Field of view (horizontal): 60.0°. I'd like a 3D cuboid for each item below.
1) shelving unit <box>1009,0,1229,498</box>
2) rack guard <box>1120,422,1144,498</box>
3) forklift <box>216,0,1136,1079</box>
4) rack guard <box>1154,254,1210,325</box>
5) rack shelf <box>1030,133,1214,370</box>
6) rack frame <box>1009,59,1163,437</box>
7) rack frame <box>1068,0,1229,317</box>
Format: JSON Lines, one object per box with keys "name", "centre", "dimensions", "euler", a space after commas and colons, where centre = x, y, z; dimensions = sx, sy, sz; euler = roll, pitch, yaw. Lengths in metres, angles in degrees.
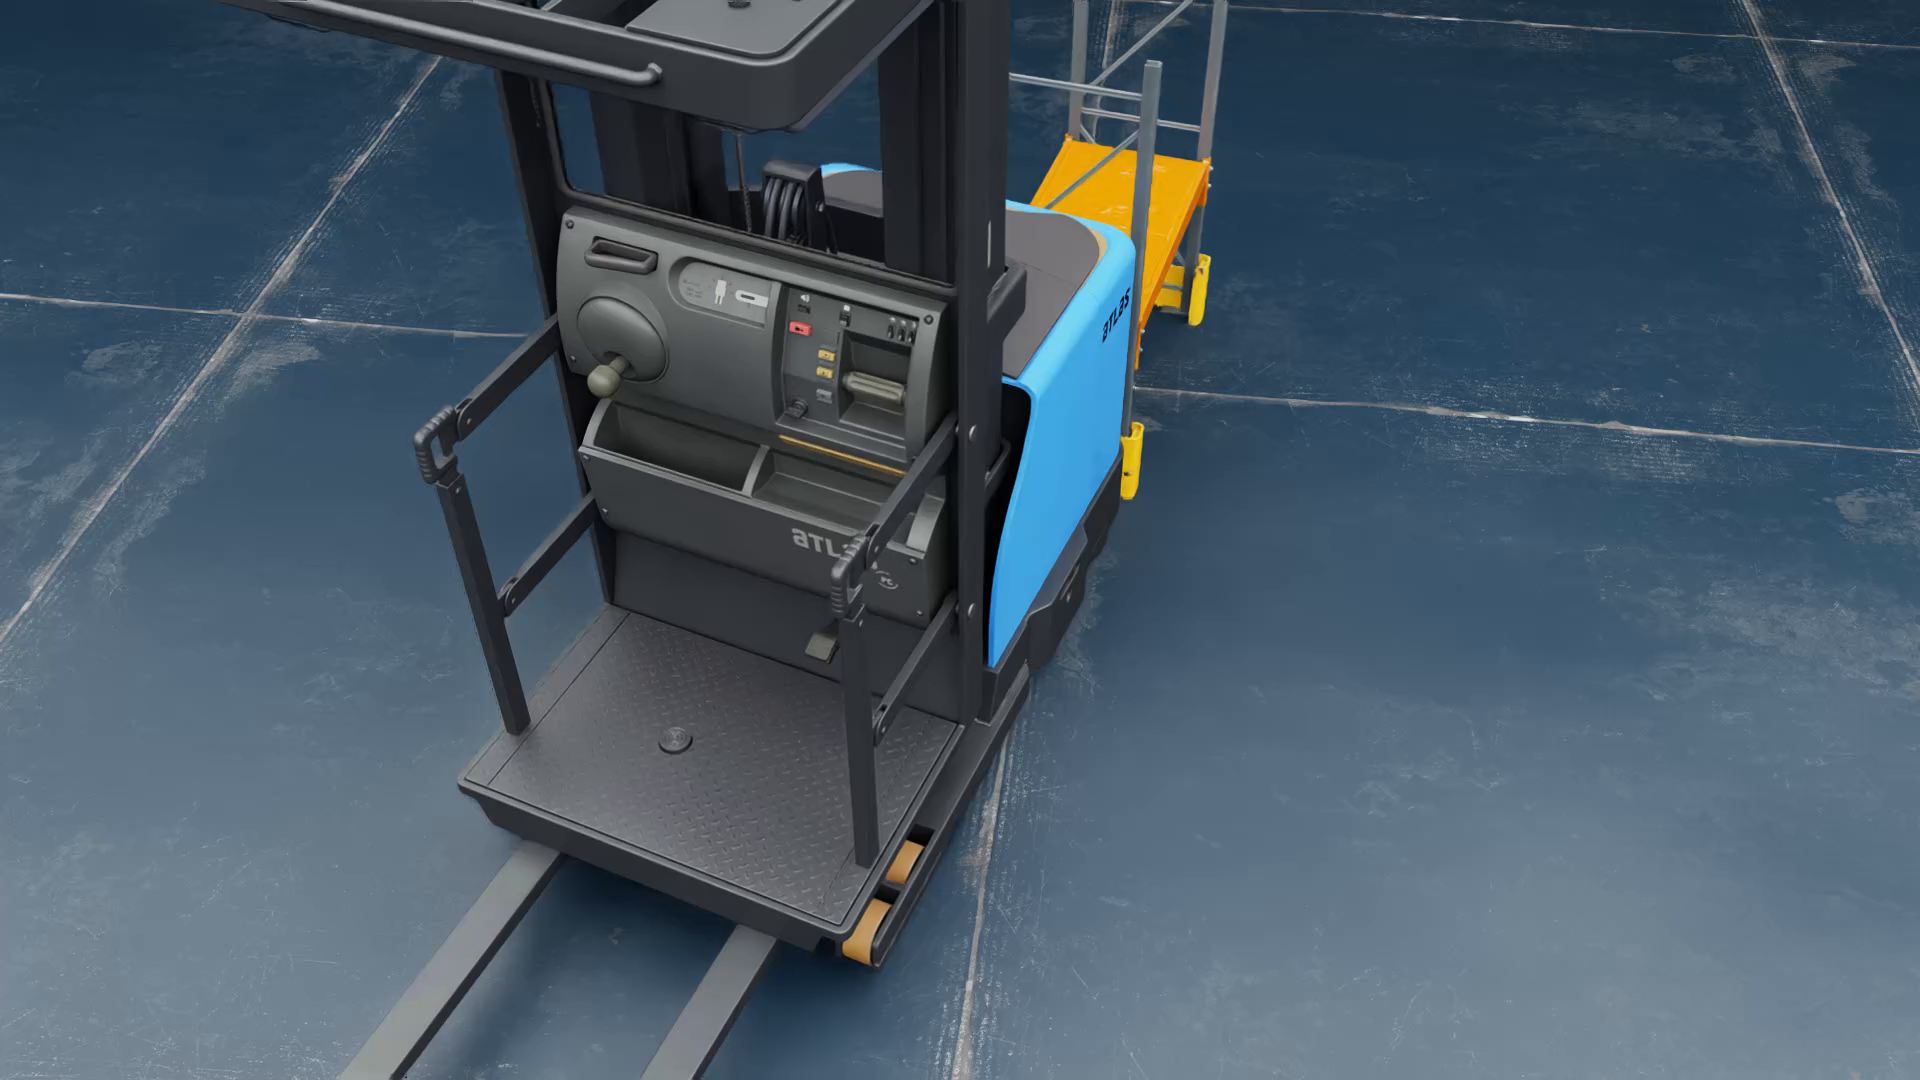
{"name": "shelving unit", "centre": [0.453, -1.092, 5.313], "dimensions": [0.587, 1.500, 1.083], "euler": [13, 45, 13]}
{"name": "rack guard", "centre": [0.296, -0.314, 5.399], "dimensions": [0.587, 0.250, 0.087], "euler": [13, 45, 13]}
{"name": "forklift", "centre": [-0.562, -0.355, 3.493], "dimensions": [1.130, 2.935, 3.031], "euler": [17, 46, 17]}
{"name": "rack guard", "centre": [0.610, -0.963, 6.085], "dimensions": [0.587, 0.250, 0.087], "euler": [13, 45, 13]}
{"name": "rack shelf", "centre": [0.456, -0.968, 5.443], "dimensions": [0.538, 0.185, 1.000], "euler": [13, 45, 13]}
{"name": "rack frame", "centre": [0.295, -0.767, 4.969], "dimensions": [0.500, 1.500, 0.032], "euler": [13, 45, 13]}
{"name": "rack frame", "centre": [0.616, -1.430, 5.669], "dimensions": [0.500, 1.500, 0.032], "euler": [13, 45, 13]}
